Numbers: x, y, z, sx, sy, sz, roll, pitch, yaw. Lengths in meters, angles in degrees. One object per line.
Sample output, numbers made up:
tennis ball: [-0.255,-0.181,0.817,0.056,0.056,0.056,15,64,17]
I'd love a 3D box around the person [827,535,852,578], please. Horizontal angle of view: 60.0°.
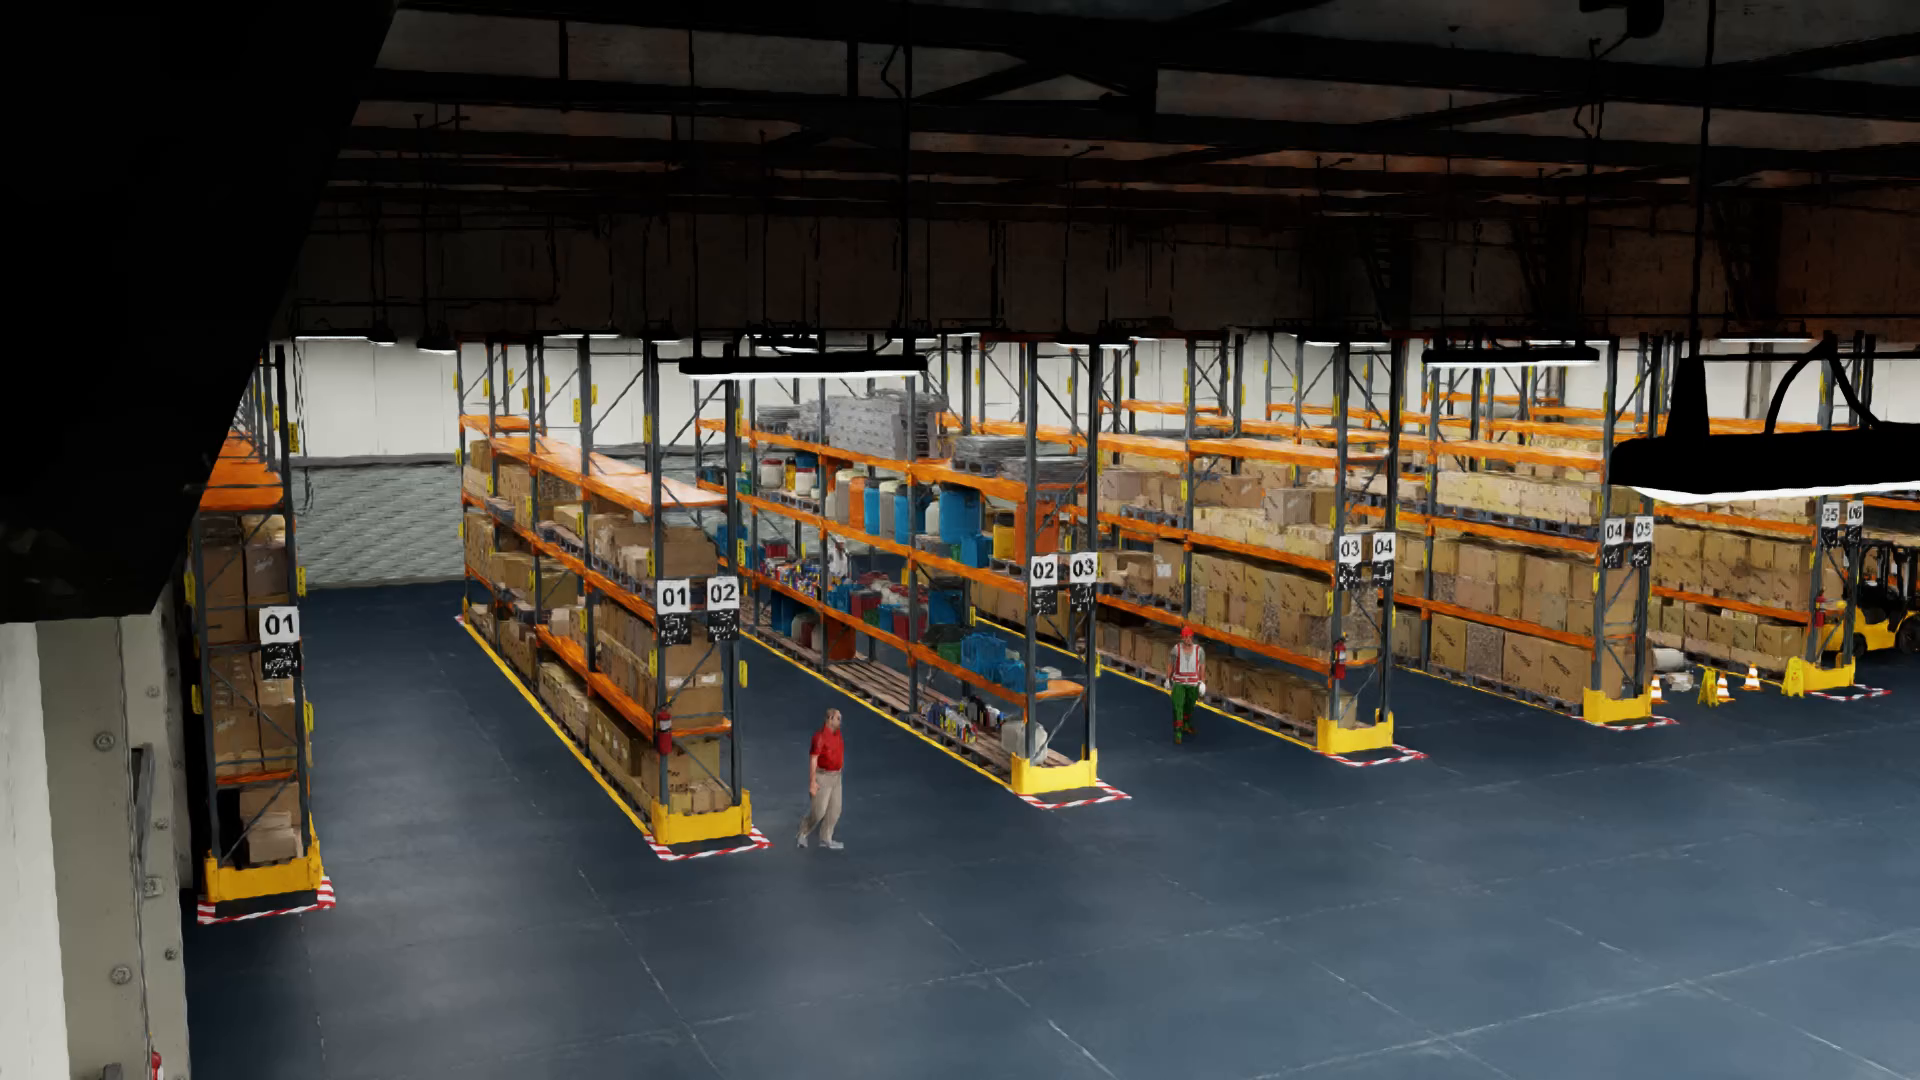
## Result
person: [-2.590,0.740,35.228,0.677,1.726,0.574,-4,9,-27]

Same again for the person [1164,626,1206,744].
person: [3.375,2.139,24.865,0.590,1.747,0.984,0,8,-2]

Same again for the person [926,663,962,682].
person: [-0.212,1.702,28.705,0.562,1.527,0.782,-7,10,-41]

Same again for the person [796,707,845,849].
person: [-1.666,2.828,19.800,0.569,1.713,0.592,4,9,29]
